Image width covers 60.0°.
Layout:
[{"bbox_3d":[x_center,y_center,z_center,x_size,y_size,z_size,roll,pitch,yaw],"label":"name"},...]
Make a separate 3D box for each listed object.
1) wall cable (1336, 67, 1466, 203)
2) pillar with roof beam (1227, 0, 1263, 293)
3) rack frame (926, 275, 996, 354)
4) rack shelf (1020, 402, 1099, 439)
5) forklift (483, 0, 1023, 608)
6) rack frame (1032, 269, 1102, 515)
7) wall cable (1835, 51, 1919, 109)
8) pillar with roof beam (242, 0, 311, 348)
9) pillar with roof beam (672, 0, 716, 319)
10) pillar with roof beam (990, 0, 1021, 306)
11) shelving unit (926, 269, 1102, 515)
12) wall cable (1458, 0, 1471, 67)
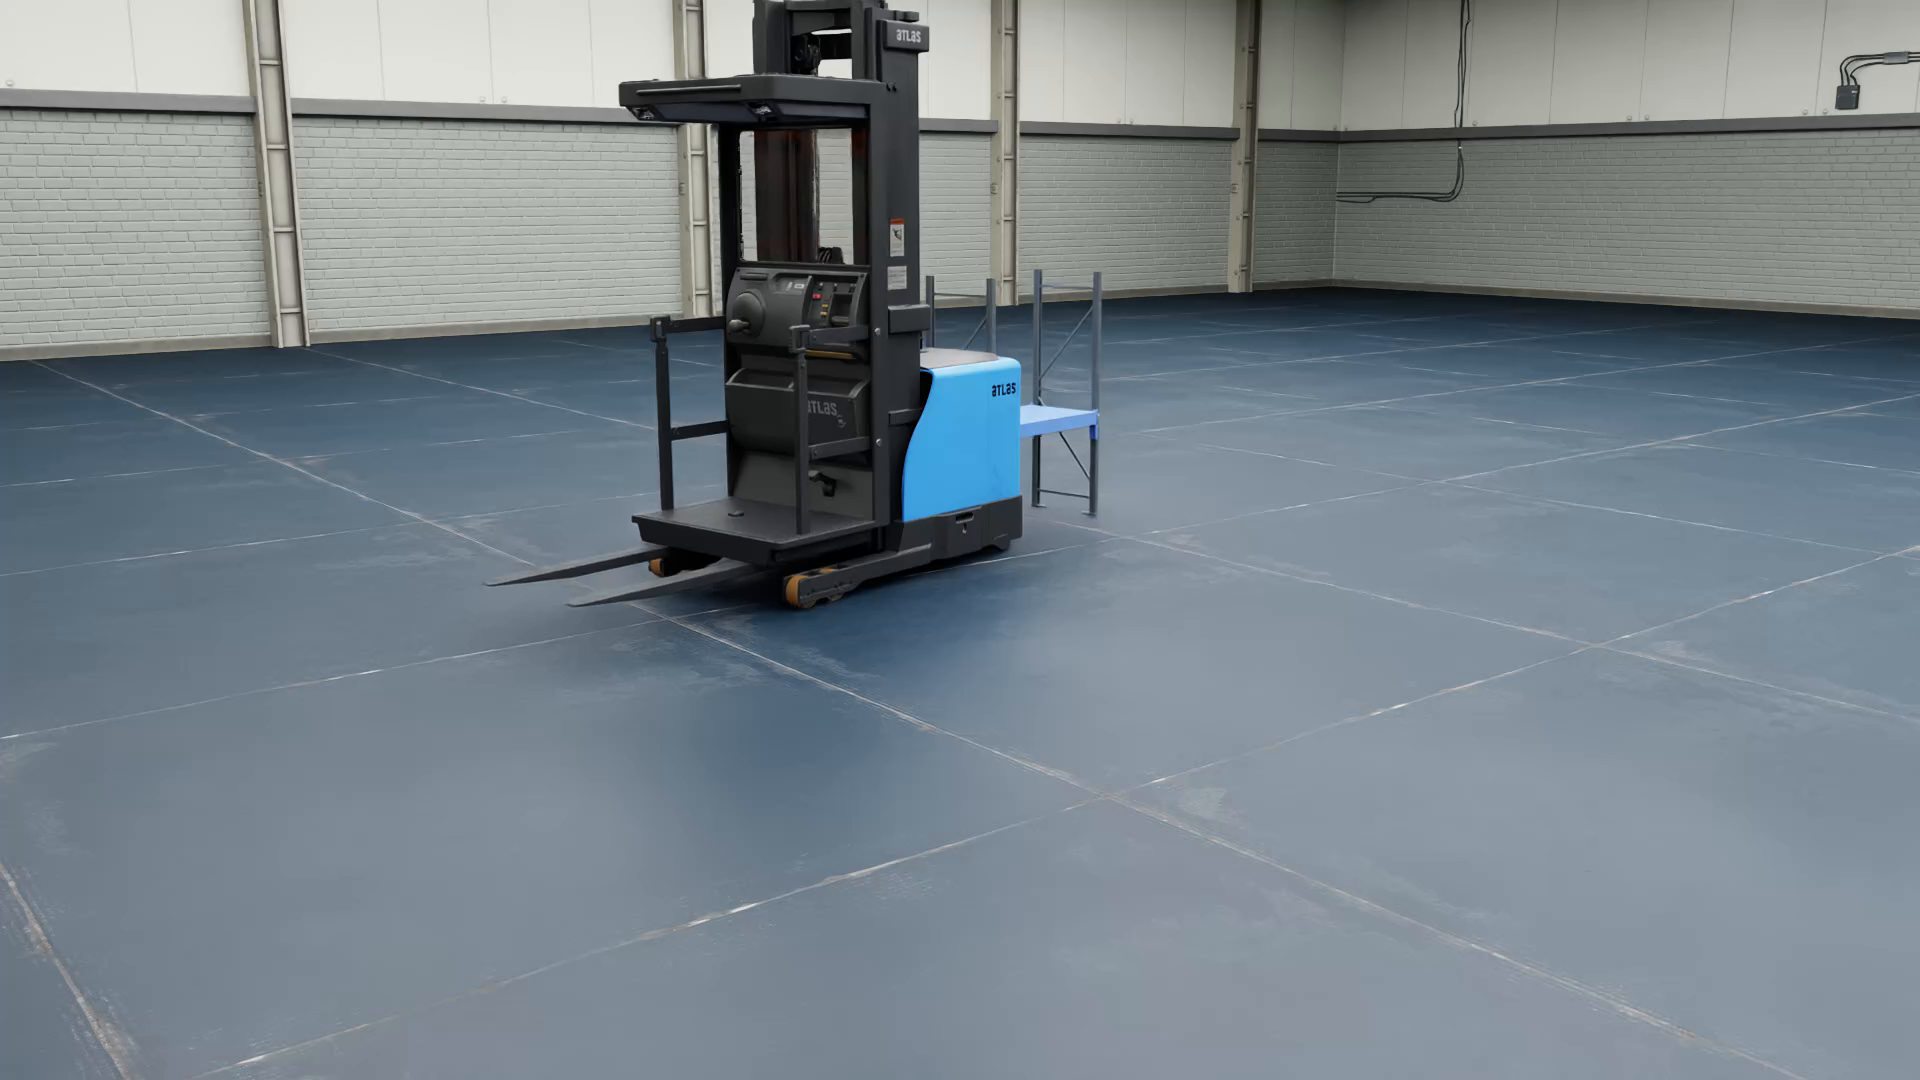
[{"bbox_3d":[8.573,-7.886,32.576,0.112,2.526,3.097,-9,15,-38],"label":"wall cable"},{"bbox_3d":[8.136,-8.538,28.175,0.400,9.000,9.100,-9,15,-38],"label":"pillar with roof beam"},{"bbox_3d":[0.000,-0.765,9.619,0.500,1.500,0.032,10,16,39],"label":"rack frame"},{"bbox_3d":[0.330,-0.669,10.035,0.538,0.185,1.000,10,16,39],"label":"rack shelf"},{"bbox_3d":[-0.970,-1.217,8.305,1.130,2.935,3.031,10,15,38],"label":"forklift"},{"bbox_3d":[0.661,-0.925,10.375,0.500,1.500,0.032,10,16,39],"label":"rack frame"},{"bbox_3d":[14.491,-9.526,24.639,0.169,6.003,2.305,-9,15,-38],"label":"wall cable"},{"bbox_3d":[-5.920,-6.203,17.175,0.400,9.000,9.100,-9,15,-38],"label":"pillar with roof beam"},{"bbox_3d":[-1.235,-6.981,20.842,0.400,9.000,9.100,-9,15,-38],"label":"pillar with roof beam"},{"bbox_3d":[3.451,-7.760,24.508,0.400,9.000,9.100,-9,15,-38],"label":"pillar with roof beam"},{"bbox_3d":[0.330,-0.845,9.997,0.538,1.500,1.048,10,16,39],"label":"shelving unit"},{"bbox_3d":[10.263,-9.917,29.985,0.112,2.526,3.097,-9,15,-38],"label":"wall cable"}]
